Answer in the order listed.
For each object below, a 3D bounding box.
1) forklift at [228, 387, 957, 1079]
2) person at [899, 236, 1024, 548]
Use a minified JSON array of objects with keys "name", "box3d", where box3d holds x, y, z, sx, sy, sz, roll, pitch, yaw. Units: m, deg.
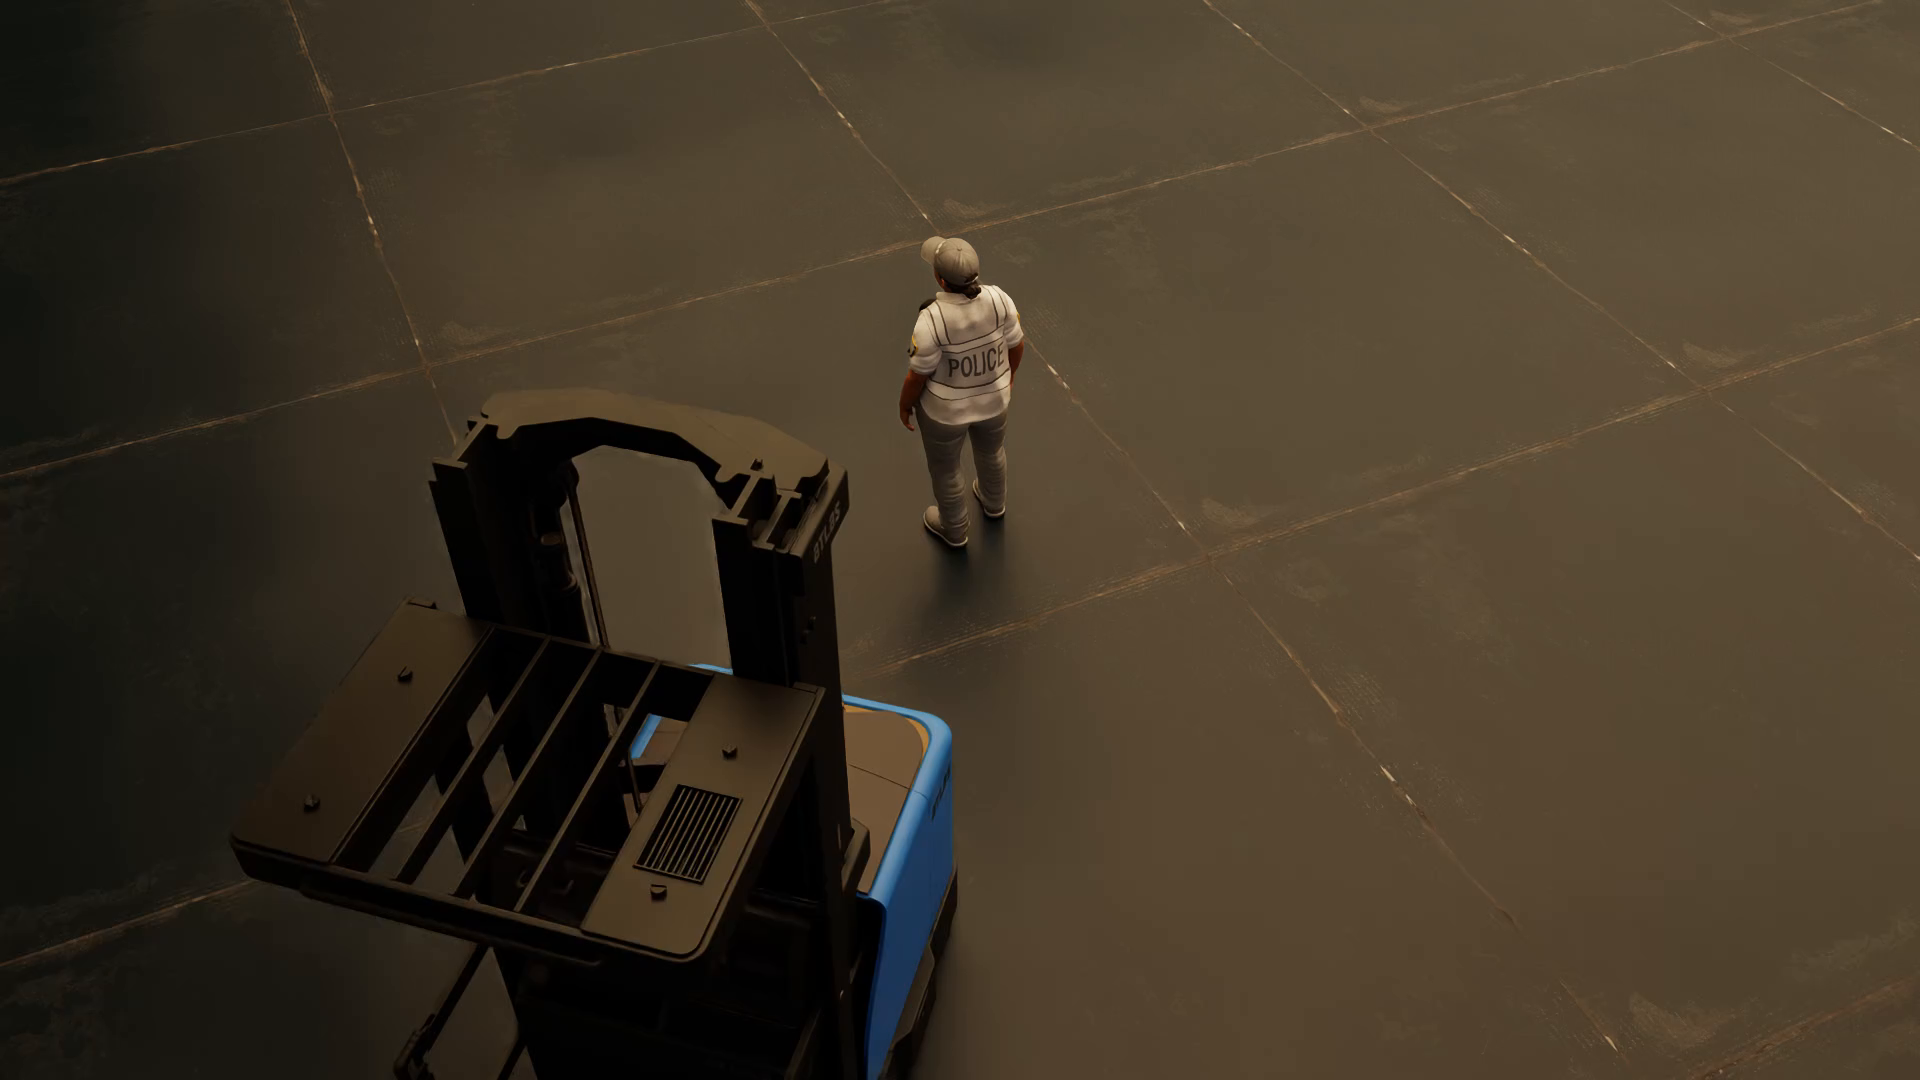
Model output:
[{"name":"forklift","box3d":[-0.911,1.188,4.407,1.130,2.935,3.031,11,44,12]},{"name":"person","box3d":[-0.011,-0.669,7.313,0.597,1.670,0.529,-18,46,-18]}]
